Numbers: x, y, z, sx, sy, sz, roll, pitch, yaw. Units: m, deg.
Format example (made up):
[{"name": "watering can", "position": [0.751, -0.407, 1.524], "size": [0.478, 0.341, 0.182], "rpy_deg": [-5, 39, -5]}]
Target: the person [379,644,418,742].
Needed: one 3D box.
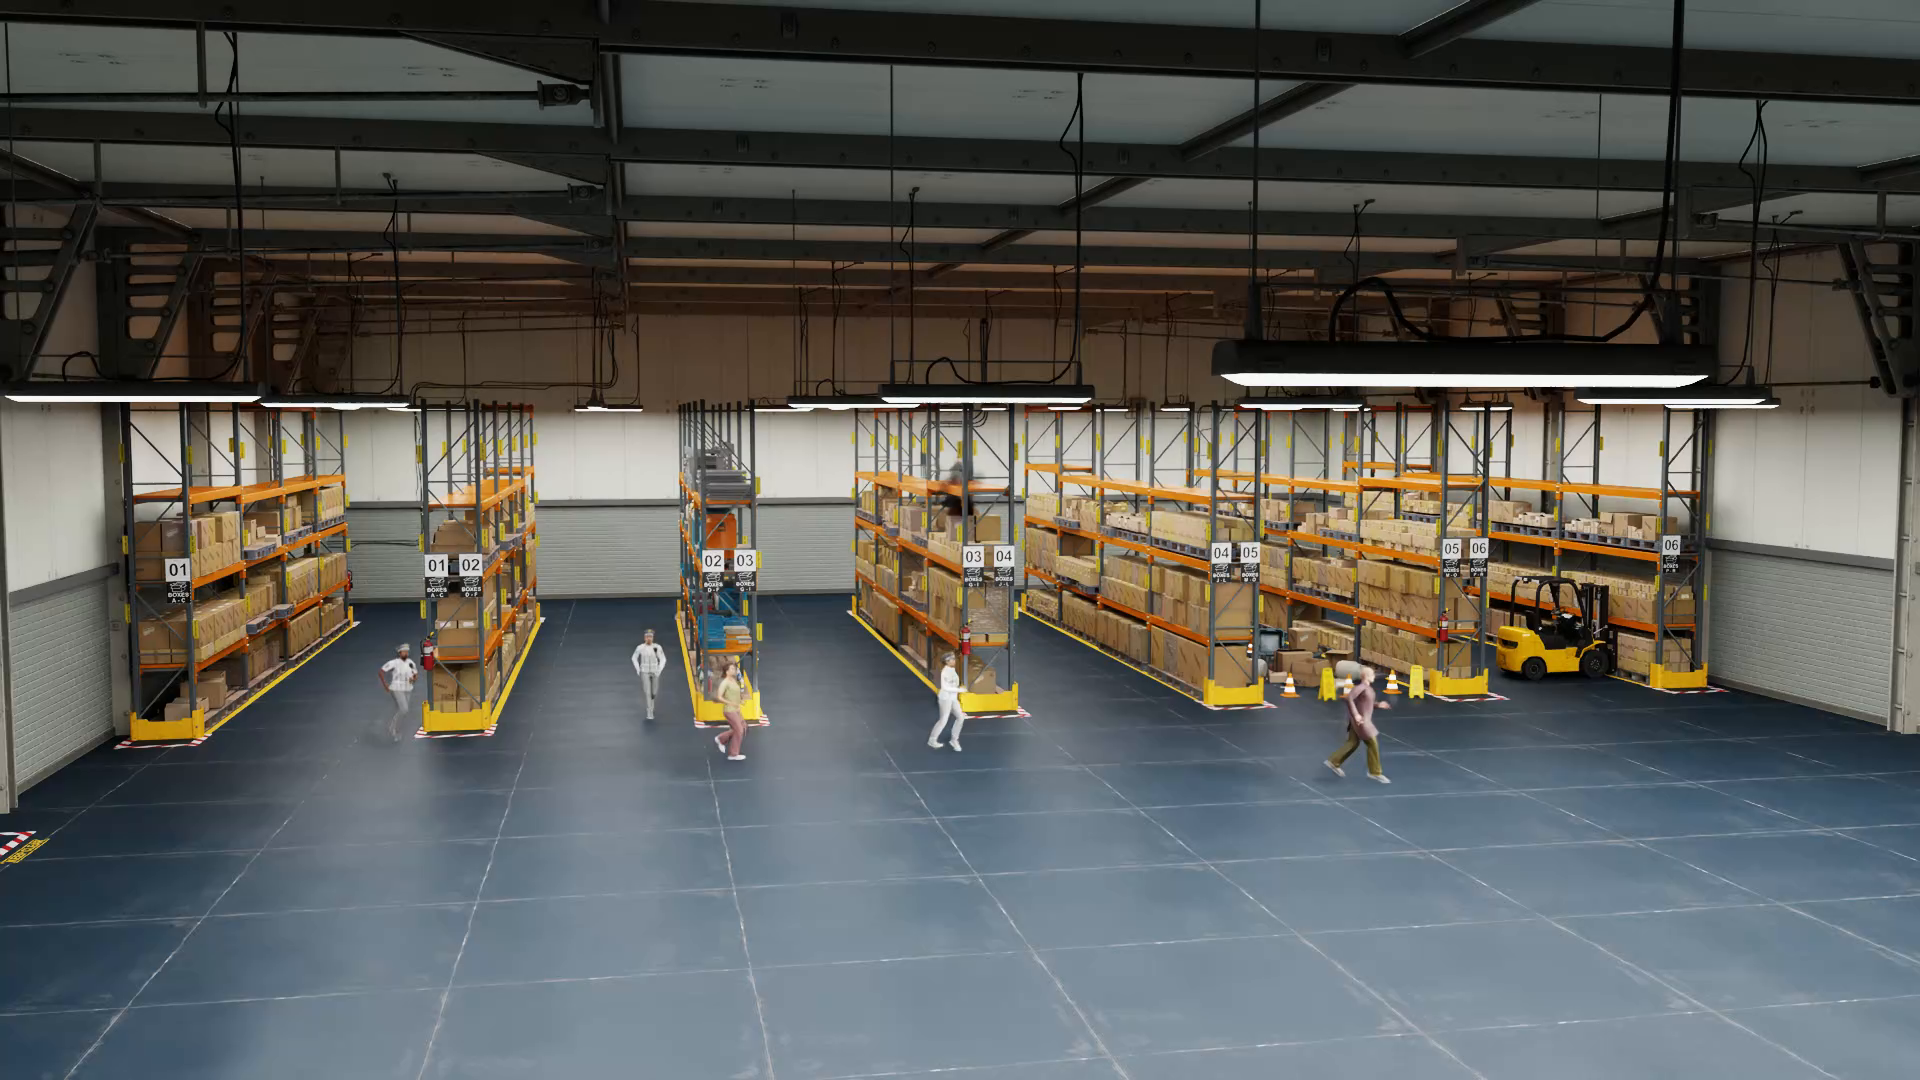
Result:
[{"name": "person", "position": [-9.838, 2.690, 29.315], "size": [0.611, 1.730, 0.587], "rpy_deg": [3, 5, 33]}]

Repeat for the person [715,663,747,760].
[{"name": "person", "position": [-3.835, 2.831, 27.560], "size": [0.579, 1.618, 0.578], "rpy_deg": [1, 4, 16]}]

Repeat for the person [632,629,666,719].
[{"name": "person", "position": [-5.907, 2.514, 31.586], "size": [0.636, 1.675, 0.718], "rpy_deg": [-1, 4, -16]}]

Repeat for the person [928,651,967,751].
[{"name": "person", "position": [-0.191, 2.763, 28.299], "size": [0.721, 1.764, 0.632], "rpy_deg": [2, 5, 21]}]

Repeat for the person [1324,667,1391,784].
[{"name": "person", "position": [6.218, 2.877, 25.952], "size": [1.026, 1.804, 0.649], "rpy_deg": [1, 4, 11]}]
